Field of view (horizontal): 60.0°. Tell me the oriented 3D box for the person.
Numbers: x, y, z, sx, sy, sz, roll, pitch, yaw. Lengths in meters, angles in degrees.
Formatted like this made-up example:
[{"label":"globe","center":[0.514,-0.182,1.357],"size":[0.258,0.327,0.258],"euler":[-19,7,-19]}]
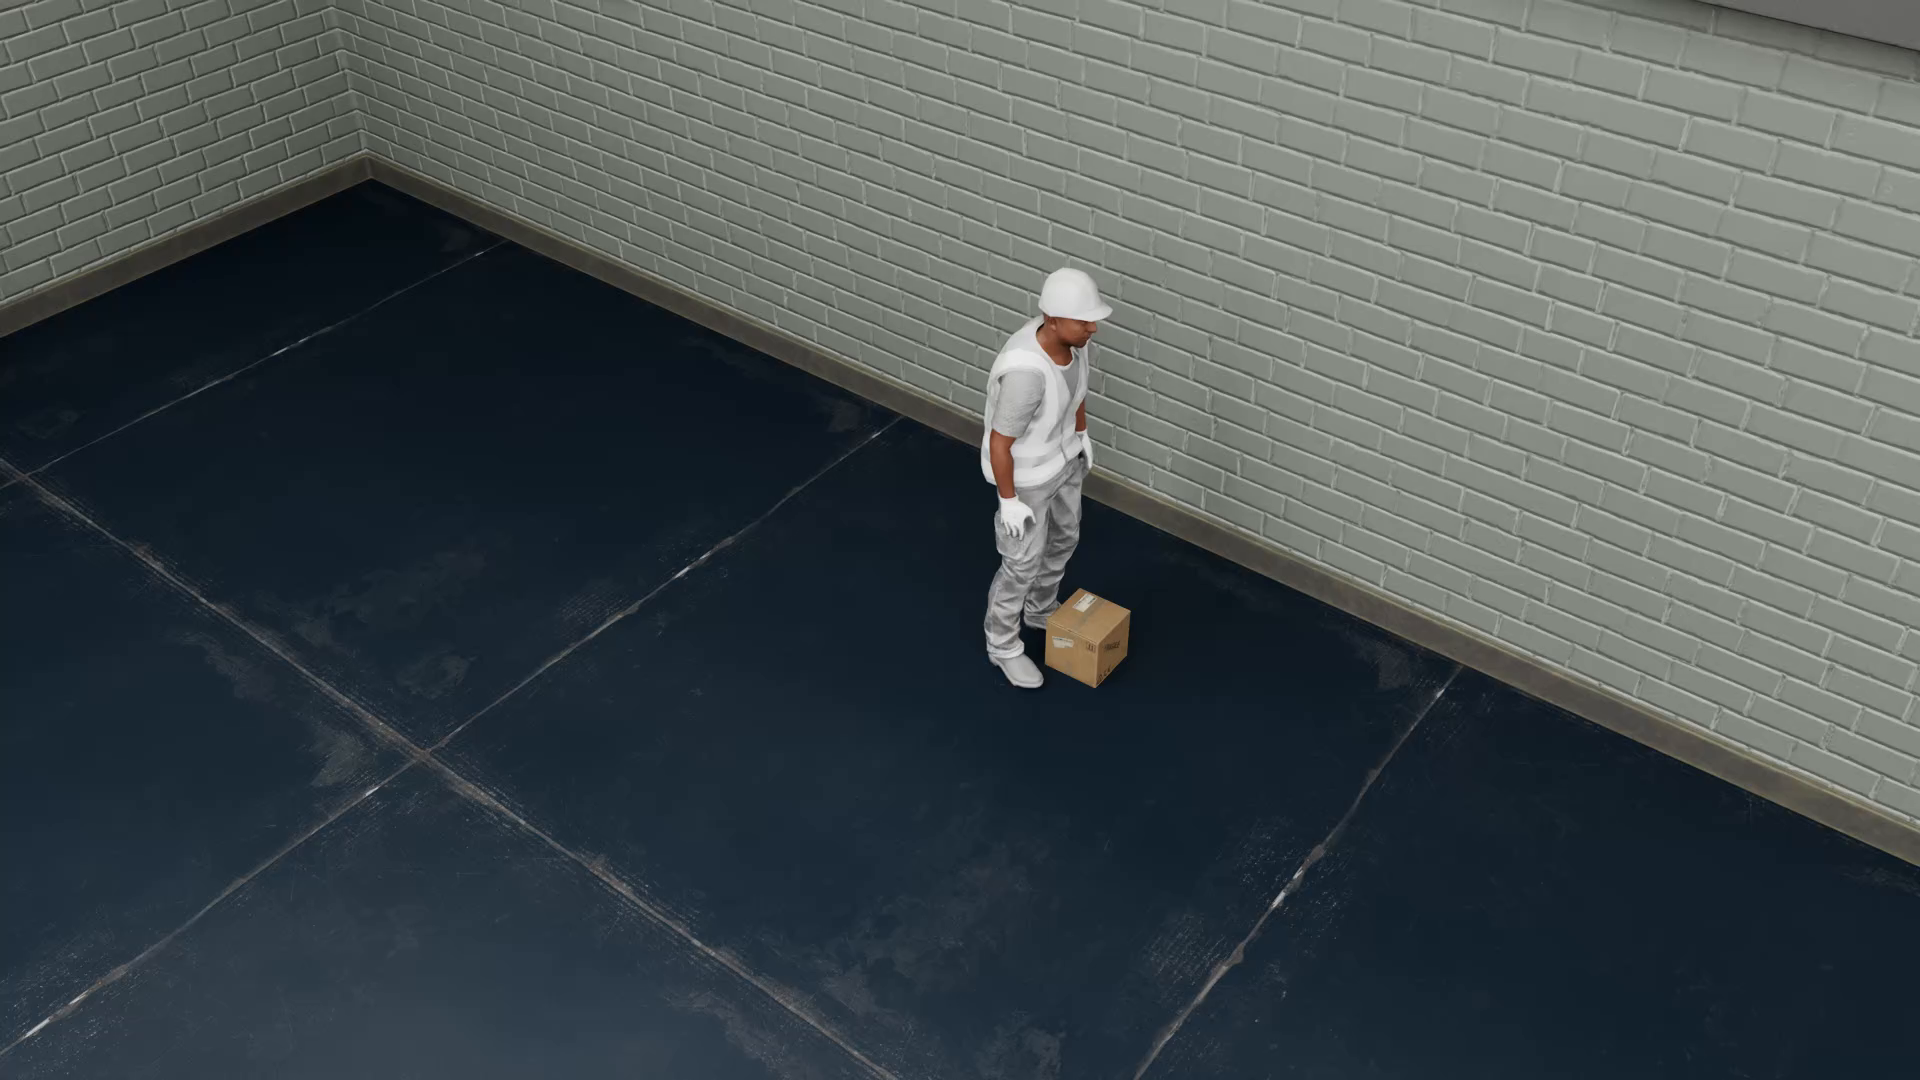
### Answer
[{"label":"person","center":[0.329,-0.270,6.484],"size":[0.449,1.774,0.628],"euler":[23,44,26]}]
